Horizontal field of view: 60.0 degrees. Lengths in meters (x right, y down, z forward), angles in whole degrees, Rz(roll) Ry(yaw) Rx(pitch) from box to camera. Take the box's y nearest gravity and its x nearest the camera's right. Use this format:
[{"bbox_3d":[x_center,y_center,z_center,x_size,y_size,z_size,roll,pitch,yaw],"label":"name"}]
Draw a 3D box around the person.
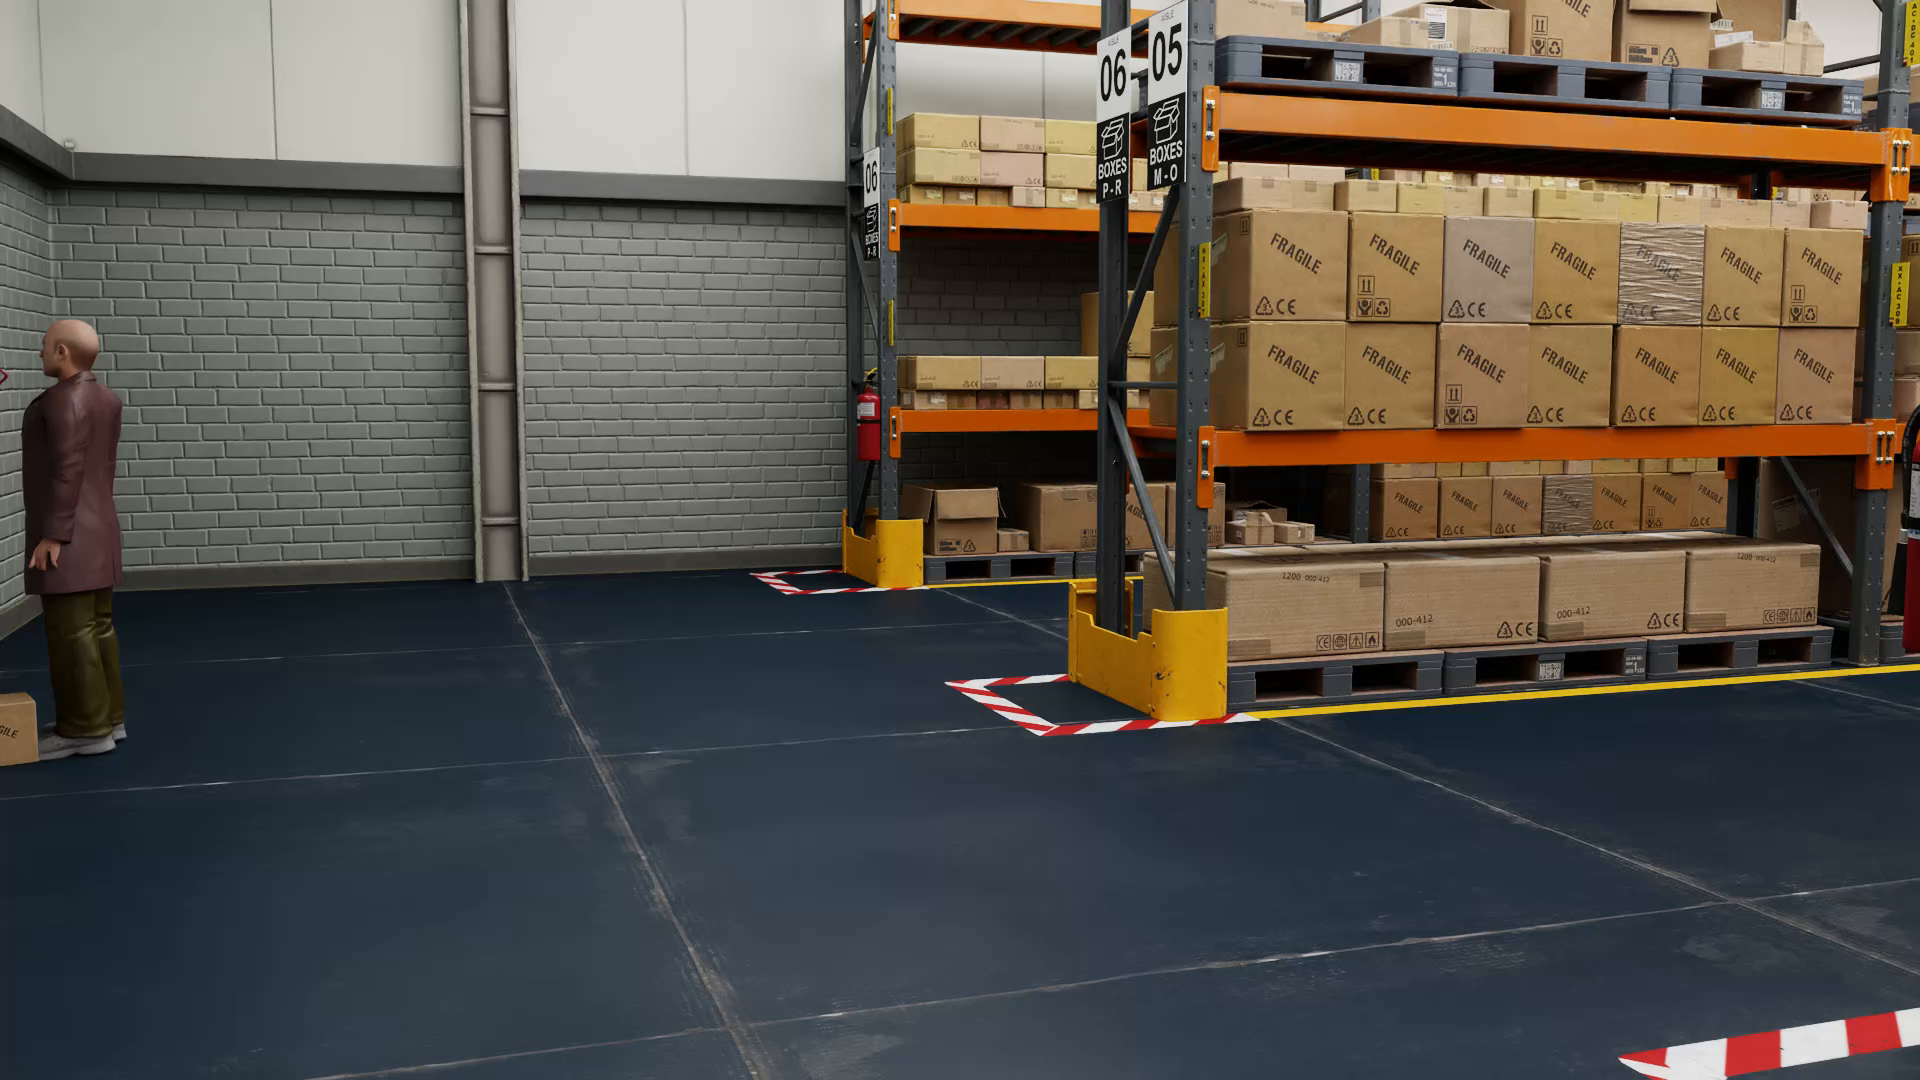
[{"bbox_3d":[-3.700,-0.010,6.858,0.396,1.787,0.555,-1,6,-9],"label":"person"}]
